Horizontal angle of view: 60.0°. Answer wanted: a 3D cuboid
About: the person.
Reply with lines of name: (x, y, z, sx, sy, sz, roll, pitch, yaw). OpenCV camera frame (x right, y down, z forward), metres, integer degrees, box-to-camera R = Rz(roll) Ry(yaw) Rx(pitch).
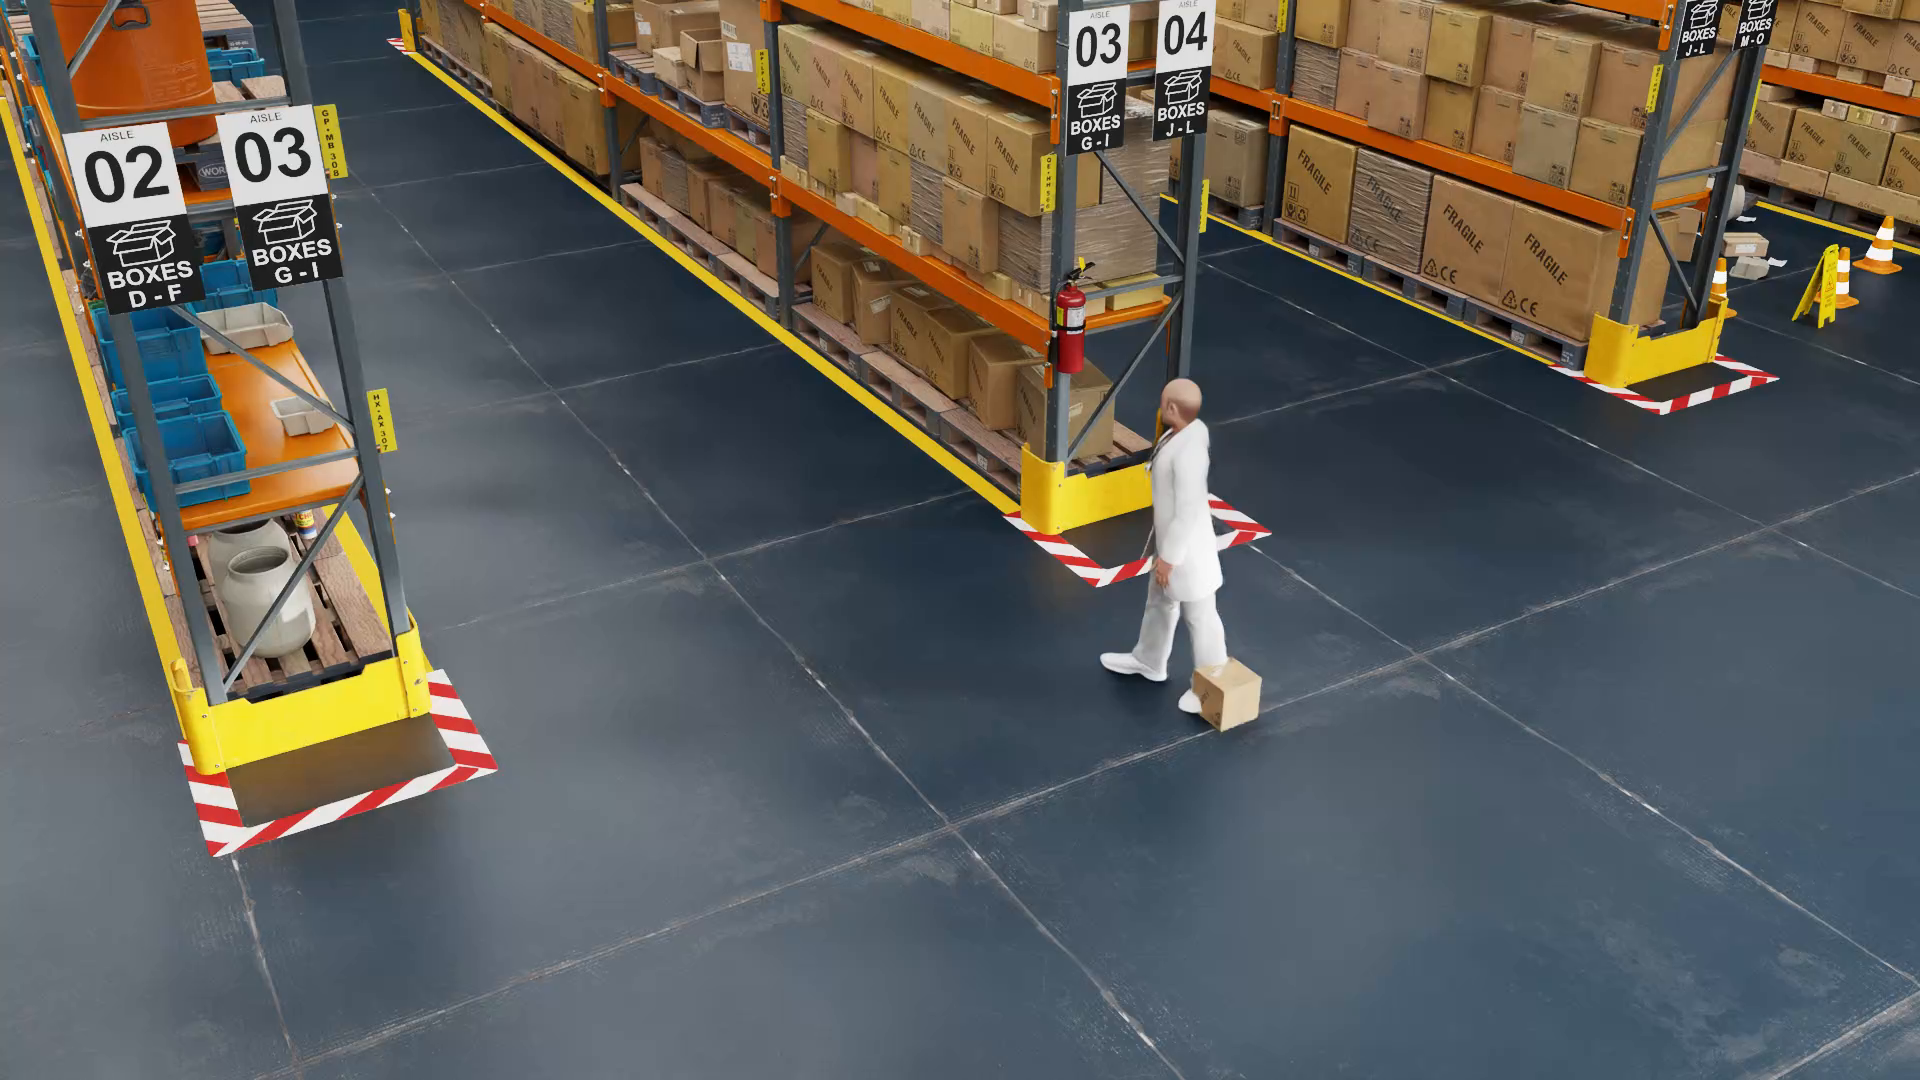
person: (1.108, 0.007, 8.549, 0.684, 1.776, 0.624, 1, 29, 1)
